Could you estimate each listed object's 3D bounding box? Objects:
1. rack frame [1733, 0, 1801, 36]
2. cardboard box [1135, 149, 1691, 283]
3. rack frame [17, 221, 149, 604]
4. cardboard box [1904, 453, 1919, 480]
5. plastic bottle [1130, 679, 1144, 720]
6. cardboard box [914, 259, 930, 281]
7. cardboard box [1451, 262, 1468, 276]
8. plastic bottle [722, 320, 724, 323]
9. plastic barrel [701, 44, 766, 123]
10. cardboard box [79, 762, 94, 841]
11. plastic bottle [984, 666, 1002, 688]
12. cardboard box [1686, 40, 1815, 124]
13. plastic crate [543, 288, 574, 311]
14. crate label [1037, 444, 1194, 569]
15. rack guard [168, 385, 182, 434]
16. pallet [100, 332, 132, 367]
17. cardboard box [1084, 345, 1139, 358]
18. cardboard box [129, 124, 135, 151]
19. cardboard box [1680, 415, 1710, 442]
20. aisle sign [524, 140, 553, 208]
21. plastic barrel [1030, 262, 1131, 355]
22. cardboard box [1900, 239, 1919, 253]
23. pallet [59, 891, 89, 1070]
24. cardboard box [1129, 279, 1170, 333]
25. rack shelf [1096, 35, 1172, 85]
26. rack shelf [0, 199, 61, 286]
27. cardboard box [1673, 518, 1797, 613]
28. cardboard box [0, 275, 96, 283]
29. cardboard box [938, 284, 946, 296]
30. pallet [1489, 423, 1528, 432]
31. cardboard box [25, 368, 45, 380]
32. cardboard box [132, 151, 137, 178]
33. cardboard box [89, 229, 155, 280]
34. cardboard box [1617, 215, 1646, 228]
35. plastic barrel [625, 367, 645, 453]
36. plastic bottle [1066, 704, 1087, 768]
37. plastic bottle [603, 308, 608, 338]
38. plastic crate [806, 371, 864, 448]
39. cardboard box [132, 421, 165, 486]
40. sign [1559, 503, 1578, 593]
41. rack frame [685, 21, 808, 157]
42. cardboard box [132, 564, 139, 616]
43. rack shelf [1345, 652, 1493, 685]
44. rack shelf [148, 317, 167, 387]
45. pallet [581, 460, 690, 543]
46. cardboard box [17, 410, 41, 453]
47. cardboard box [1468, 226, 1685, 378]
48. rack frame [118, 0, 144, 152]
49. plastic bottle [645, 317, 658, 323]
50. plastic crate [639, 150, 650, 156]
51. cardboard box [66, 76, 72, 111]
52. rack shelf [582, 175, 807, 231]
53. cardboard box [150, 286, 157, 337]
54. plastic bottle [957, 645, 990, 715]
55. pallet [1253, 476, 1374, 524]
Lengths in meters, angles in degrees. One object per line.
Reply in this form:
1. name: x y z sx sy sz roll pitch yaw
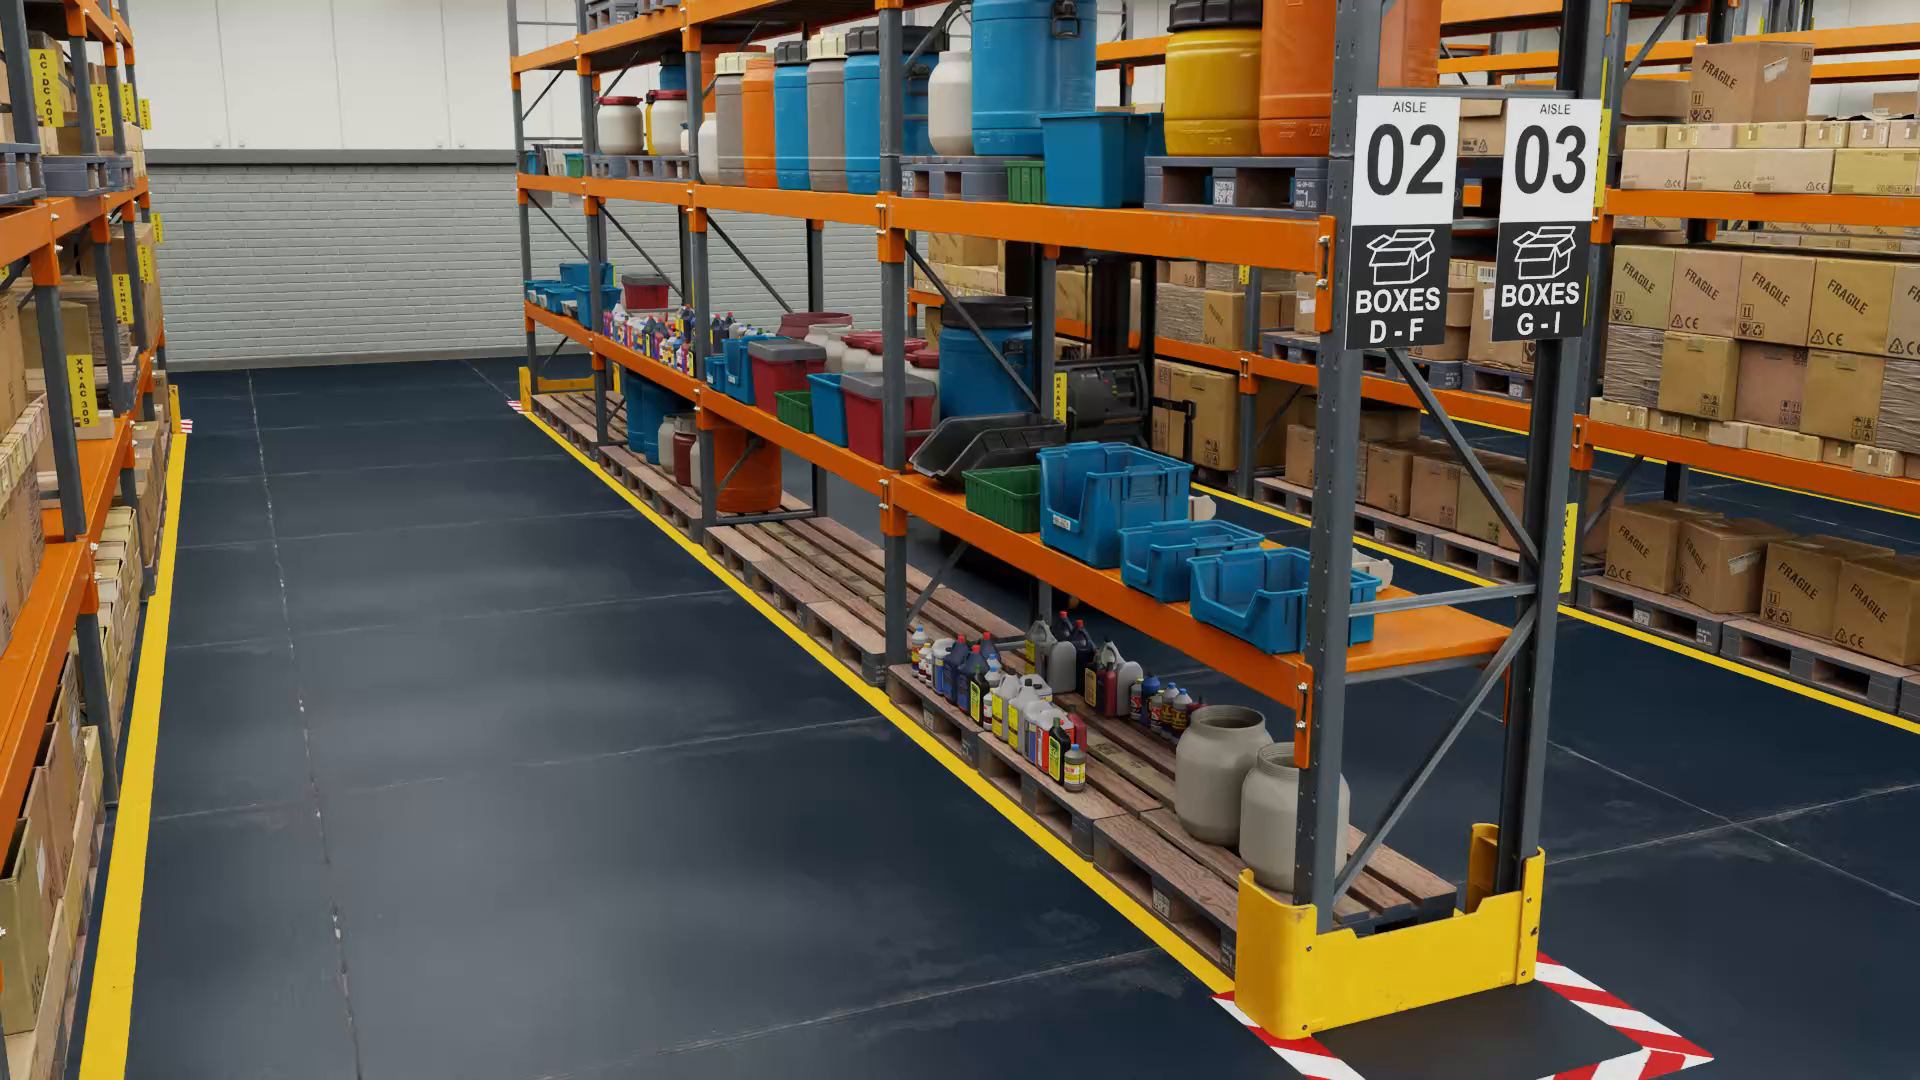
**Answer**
1. rack frame: 10.469 -6.529 21.624 1.000 3.000 0.127 -6 14 -23
2. cardboard box: 3.415 -2.546 13.615 1.196 1.250 7.084 -6 14 -25
3. rack frame: -6.087 -0.991 11.000 1.000 3.000 0.127 -6 14 -23
4. cardboard box: 5.377 -0.407 9.033 0.380 0.149 0.250 -6 14 -23
5. plastic bottle: 0.917 0.807 8.461 0.097 0.201 0.097 0 13 0
6. cardboard box: -0.269 -3.486 21.453 0.500 0.250 0.500 -6 14 -24
7. cardboard box: 5.920 -3.136 19.234 0.380 0.149 0.250 -5 14 -22
8. plastic bottle: -2.131 -1.839 14.950 0.097 0.271 0.097 0 13 0
9. plastic barrel: -1.772 -3.430 13.003 0.600 0.830 0.708 -6 14 -23
10. cardboard box: -3.908 1.151 6.913 0.500 0.250 0.500 -6 14 -23
11. plastic bottle: 0.167 0.774 8.449 0.097 0.271 0.097 0 13 0
12. cardboard box: 5.007 -2.887 10.550 0.500 0.500 0.500 -6 14 -25
13. plastic crate: -4.427 -2.685 18.559 0.416 0.233 0.300 -6 14 -23
14. crate label: 0.672 -0.158 7.321 0.502 0.435 0.616 -6 14 -23
15. rack guard: -9.262 -1.410 18.355 1.175 0.500 0.348 -6 14 -23
16. pallet: -7.470 -1.549 13.836 1.003 0.211 1.213 -6 14 -23
17. cardboard box: 2.022 -1.566 17.264 1.225 0.875 0.875 -6 14 -25
18. cardboard box: -8.048 -3.780 15.620 0.500 0.250 0.500 -6 14 -23
19. cardboard box: 4.726 -0.712 10.351 0.380 0.149 0.250 -6 14 -23
20. aisle sign: -5.053 -4.345 19.726 0.394 0.787 0.004 -6 14 -23
21. plastic barrel: 0.745 -1.226 11.953 0.905 2.708 0.517 -6 14 -23
22. cardboard box: 8.564 -2.334 14.364 0.700 0.500 0.500 -6 14 -23
23. pallet: -3.712 1.614 5.926 1.003 0.211 1.213 -6 14 -23
24. cardboard box: 1.958 -2.329 16.559 0.500 0.500 0.500 -5 14 -22
25. rack shelf: 2.190 -4.676 16.097 1.077 0.370 4.000 -6 14 -23
26. rack shelf: -3.684 -0.862 5.386 1.077 0.370 4.000 -6 14 -23
27. cardboard box: 4.953 0.158 10.645 0.500 0.500 0.500 -1 13 -5
28. cardboard box: -7.705 -1.953 14.001 0.700 0.500 0.500 -12 18 -42
29. cardboard box: -0.061 -3.153 20.897 0.380 0.149 0.250 -6 14 -24
30. pallet: 8.019 -2.142 22.155 6.027 0.211 6.516 -6 14 -23
31. cardboard box: -5.400 -0.695 9.497 0.500 0.500 0.500 -6 15 -26
32. cardboard box: -8.053 -3.536 15.674 0.500 0.250 0.500 -6 14 -23
33. cardboard box: -8.241 -2.795 16.357 0.500 0.500 0.500 -5 14 -21
34. cardboard box: 9.618 -4.425 23.397 0.500 0.500 0.500 -5 14 -22
35. plastic barrel: -2.947 -1.332 16.197 0.600 0.901 0.708 -6 14 -23
36. plastic bottle: 0.541 0.920 7.791 0.061 0.283 0.133 -6 14 -23
37. plastic bottle: -3.394 -2.093 16.019 0.061 0.283 0.133 -6 14 -23
38. plastic crate: -0.672 -0.803 10.224 0.392 0.384 0.575 -6 14 -23
39. cardboard box: -7.229 -0.738 14.474 0.500 0.500 0.500 -6 14 -23
40. sign: 2.163 0.031 5.968 0.100 0.325 0.005 -6 14 -23
41. rack frame: -1.547 -4.360 12.253 1.000 3.000 0.127 -6 14 -23
42. cardboard box: -5.443 0.337 10.429 0.500 0.250 0.500 -6 14 -24
43. rack shelf: 0.856 0.083 7.638 0.831 0.071 3.687 -6 14 -23
44. rack shelf: -8.491 -1.880 16.437 1.077 0.370 4.000 -6 14 -23
45. pallet: -5.839 0.766 9.593 9.879 0.211 12.008 -6 14 -23
46. cardboard box: -4.083 -0.441 6.964 0.380 0.149 0.250 -6 14 -24
47. cardboard box: 4.403 -1.732 11.940 1.000 1.000 1.000 -6 14 -23
48. rack frame: -9.292 -5.567 17.464 1.000 3.000 0.127 -6 14 -23
49. plastic bottle: -2.803 -1.896 15.185 0.152 0.276 0.135 -6 14 -23
50. plastic crate: -3.396 -3.943 17.392 0.497 0.269 0.590 -6 14 -23
51. cardboard box: -7.019 -3.195 12.494 0.600 0.600 0.600 -6 14 -25
52. rack shelf: -2.348 -2.962 14.458 1.077 0.370 4.000 -6 14 -23
53. cardboard box: -8.050 -2.205 16.024 0.500 0.500 0.500 -6 14 -23
54. plastic bottle: 0.074 0.708 8.557 0.144 0.351 0.185 -6 14 -25
55. pallet: 3.303 -0.365 14.479 1.003 0.211 1.213 -6 14 -23
